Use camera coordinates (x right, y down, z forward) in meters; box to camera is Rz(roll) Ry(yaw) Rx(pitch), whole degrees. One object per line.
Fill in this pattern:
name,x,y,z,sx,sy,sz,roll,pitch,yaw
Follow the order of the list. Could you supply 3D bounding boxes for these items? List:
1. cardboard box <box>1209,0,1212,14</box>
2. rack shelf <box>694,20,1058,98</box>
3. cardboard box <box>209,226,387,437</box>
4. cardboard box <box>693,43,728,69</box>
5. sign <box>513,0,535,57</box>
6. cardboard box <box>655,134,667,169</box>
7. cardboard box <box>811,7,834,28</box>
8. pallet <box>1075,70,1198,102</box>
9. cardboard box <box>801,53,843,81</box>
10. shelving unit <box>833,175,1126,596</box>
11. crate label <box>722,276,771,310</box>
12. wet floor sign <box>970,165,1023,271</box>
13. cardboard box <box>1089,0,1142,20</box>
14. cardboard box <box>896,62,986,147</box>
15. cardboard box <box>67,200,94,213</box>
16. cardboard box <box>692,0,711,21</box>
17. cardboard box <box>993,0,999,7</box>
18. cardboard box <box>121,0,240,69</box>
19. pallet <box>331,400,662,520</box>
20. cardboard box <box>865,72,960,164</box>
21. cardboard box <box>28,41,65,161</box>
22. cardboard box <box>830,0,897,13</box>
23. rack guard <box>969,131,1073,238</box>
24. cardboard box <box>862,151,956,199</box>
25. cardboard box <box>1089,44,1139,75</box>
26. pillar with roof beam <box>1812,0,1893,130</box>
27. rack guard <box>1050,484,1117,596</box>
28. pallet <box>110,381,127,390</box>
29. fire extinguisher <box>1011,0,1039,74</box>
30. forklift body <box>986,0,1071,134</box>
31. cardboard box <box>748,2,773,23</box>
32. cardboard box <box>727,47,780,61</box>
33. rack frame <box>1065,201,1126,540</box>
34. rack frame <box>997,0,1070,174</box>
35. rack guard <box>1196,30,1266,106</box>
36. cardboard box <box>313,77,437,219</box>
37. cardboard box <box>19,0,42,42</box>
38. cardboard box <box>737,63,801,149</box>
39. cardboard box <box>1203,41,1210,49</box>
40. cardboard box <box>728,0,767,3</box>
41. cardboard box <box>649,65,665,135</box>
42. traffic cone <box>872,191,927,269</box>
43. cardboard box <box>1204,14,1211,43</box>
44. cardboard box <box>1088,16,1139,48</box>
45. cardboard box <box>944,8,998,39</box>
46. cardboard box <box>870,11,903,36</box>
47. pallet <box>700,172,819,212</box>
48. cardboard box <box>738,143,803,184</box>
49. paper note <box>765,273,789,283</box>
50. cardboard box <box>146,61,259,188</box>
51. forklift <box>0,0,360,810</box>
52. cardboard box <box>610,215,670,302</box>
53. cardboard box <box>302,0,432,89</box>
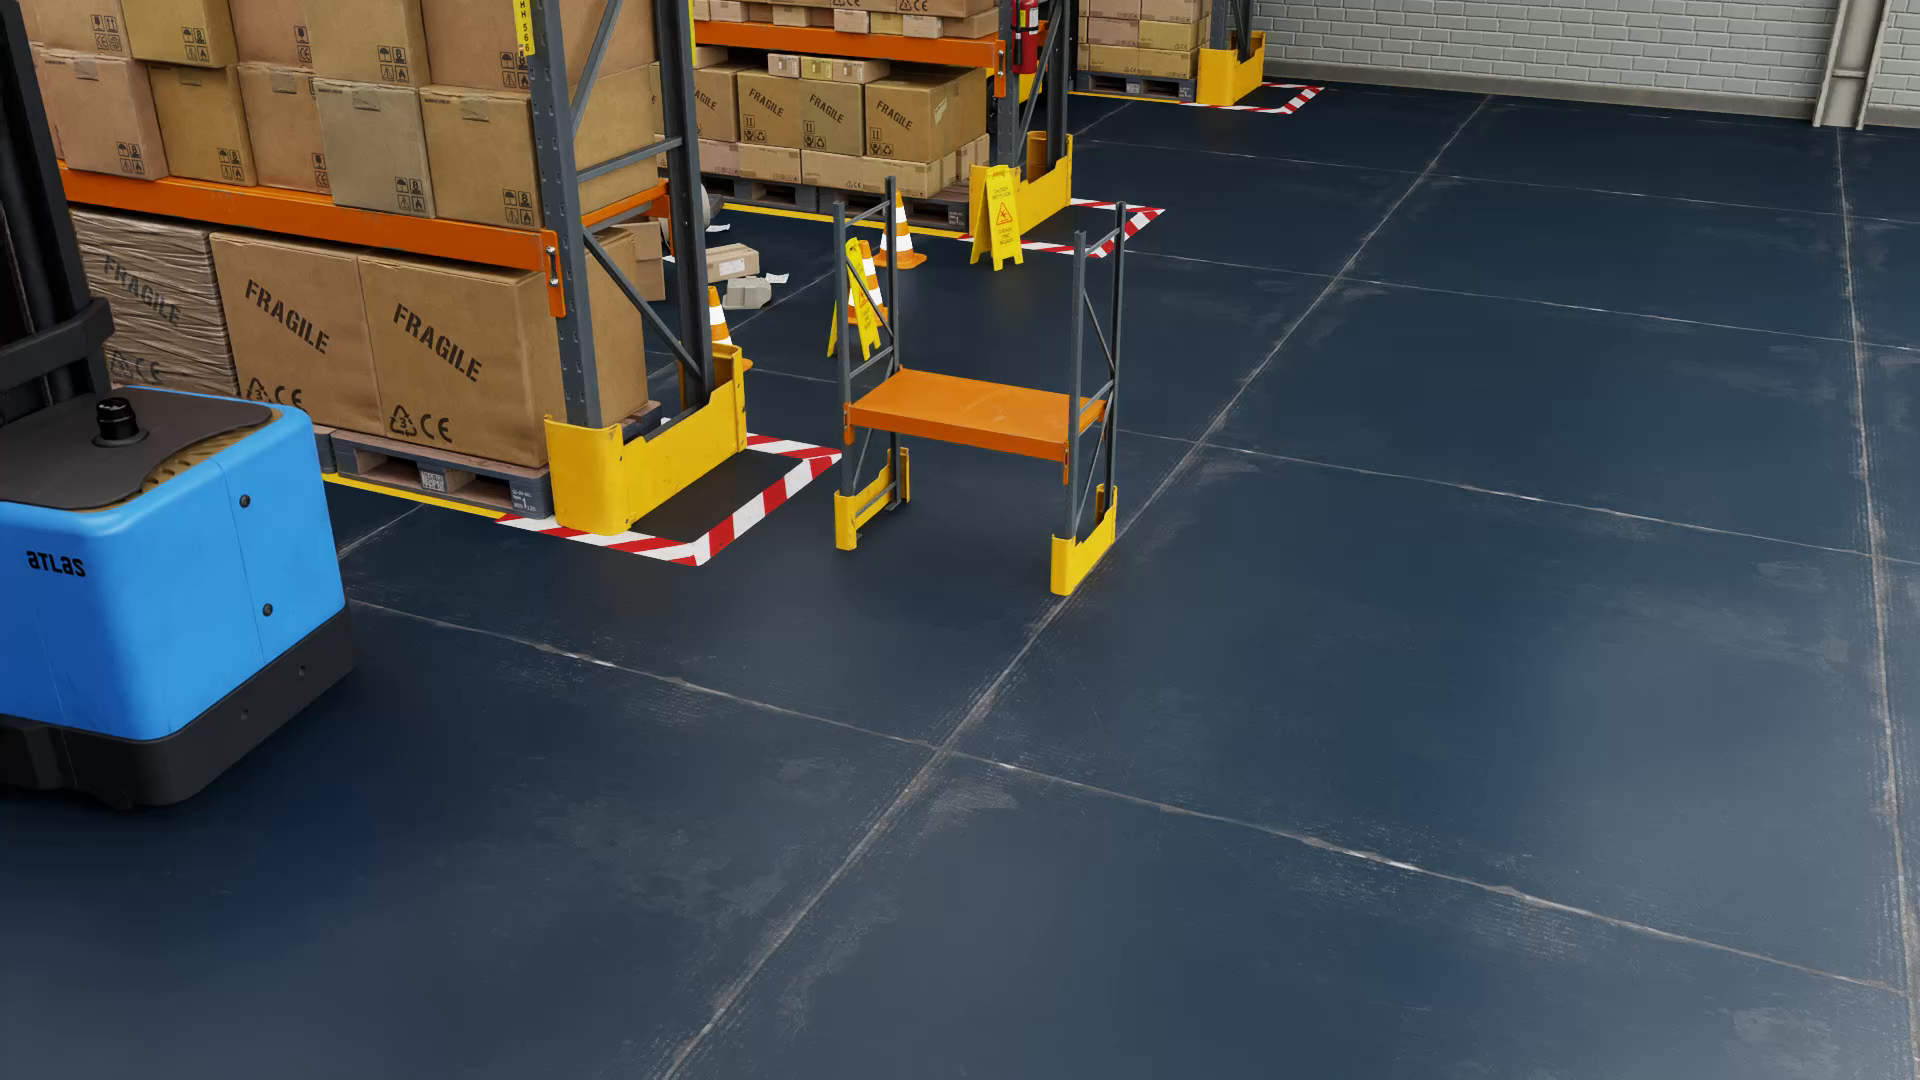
cardboard box,2.202,-5.197,15.916,0.500,0.250,0.500,11,28,21
rack shelf,-1.310,-3.676,12.135,4.000,0.370,1.077,11,28,22
cardboard box,-2.893,-1.117,8.053,0.875,0.875,0.875,11,28,21
cardboard box,-1.902,-3.542,12.103,0.250,0.149,0.380,13,29,25
sign,-1.684,-2.035,6.407,0.005,0.325,0.100,11,28,22
cardboard box,-2.215,-3.010,12.605,0.500,0.250,0.500,13,29,25
cardboard box,-0.842,-3.698,11.650,0.250,0.149,0.380,12,29,23
pallet,1.848,-4.502,16.155,1.213,0.211,1.003,11,28,22
cardboard box,-0.916,-3.345,11.701,0.250,0.149,0.380,12,29,23
shelving unit,0.069,-0.659,6.890,1.083,1.500,0.587,11,28,22
crate label,-1.306,-1.519,10.181,0.298,0.136,0.250,-2,26,-5
wet floor sign,0.240,-2.112,10.809,0.232,0.644,0.267,23,35,39
cardboard box,1.546,-5.083,15.684,0.500,0.250,0.500,12,29,23
cardboard box,-0.131,-3.187,12.116,0.500,0.500,0.500,10,28,20
cardboard box,-4.544,-1.448,8.725,0.875,0.875,0.875,12,29,23
cardboard box,-1.816,-3.828,11.913,0.250,0.149,0.380,12,28,22
cardboard box,0.194,-4.010,11.548,0.500,0.500,0.500,11,28,21
cardboard box,-3.297,-2.525,7.590,0.500,0.550,0.875,11,28,22
pallet,-2.207,-0.488,8.003,1.213,0.211,1.003,11,28,22
cardboard box,-0.327,-2.966,11.667,0.500,0.500,0.500,12,28,22
cardboard box,-4.237,-2.269,8.293,0.550,0.550,0.875,11,28,22
cardboard box,-0.552,-3.893,11.312,0.500,0.500,0.500,11,28,22
rack guard,0.441,-2.526,11.814,0.348,0.500,1.175,11,28,22
cardboard box,-0.359,-2.632,11.838,0.500,0.250,0.500,11,28,22
cardboard box,1.554,-4.638,15.912,0.500,0.250,0.500,11,28,22
pillar with roof beam,5.981,-5.983,9.214,0.400,9.000,9.100,11,28,22
rack guard,0.523,-0.007,6.982,0.087,0.250,0.587,11,28,22
pallet,-4.428,-0.934,8.909,1.213,0.211,1.003,11,28,22
fire extinguisher,0.424,-3.392,10.832,0.183,0.674,0.296,11,28,22
forklift body,0.080,-4.862,14.691,1.214,2.155,2.313,11,28,22
cardboard box,-1.302,-3.790,11.837,0.250,0.149,0.380,11,28,22
cardboard box,-1.553,-3.470,12.692,0.500,0.500,0.500,13,29,24
rack frame,0.540,-0.564,6.698,0.032,1.500,0.500,11,28,22
rack frame,0.510,-3.633,11.234,0.127,3.000,1.000,11,28,22
rack guard,2.584,-4.504,15.832,0.348,0.500,1.175,11,28,22
cardboard box,-2.313,-1.833,7.408,0.550,0.550,0.875,11,28,22
cardboard box,-4.217,-2.772,8.093,0.550,0.550,0.875,11,28,22
cardboard box,-1.260,-3.155,12.051,0.500,0.500,0.500,11,28,21
cardboard box,2.195,-4.753,16.146,0.500,0.250,0.500,11,28,22
cardboard box,-1.459,-4.087,11.704,0.500,0.500,0.500,12,29,22
cardboard box,-2.213,-3.346,12.439,0.500,0.500,0.500,13,29,24
traffic cone,-0.415,-2.055,10.900,0.334,0.463,0.336,11,28,22
cardboard box,2.220,-4.978,16.037,0.500,0.250,0.500,12,29,23
cardboard box,1.537,-4.868,15.814,0.500,0.250,0.500,11,28,21
cardboard box,0.081,-3.503,11.253,0.250,0.149,0.380,12,29,24
cardboard box,-0.420,-3.560,11.370,0.250,0.149,0.380,11,28,21
pallet,-1.390,-2.783,12.663,1.213,0.211,1.003,11,28,22
cardboard box,-1.284,-2.819,12.217,0.500,0.250,0.500,10,28,20
paper note,-1.174,-1.674,10.615,0.142,0.019,0.148,2,26,4
cardboard box,-3.270,-2.066,7.881,0.500,0.550,0.875,11,28,22
forklift,-3.802,-0.804,5.565,3.031,2.935,1.130,8,27,16
cardboard box,-2.137,-1.816,10.370,0.637,0.503,0.797,-7,27,-14
cardboard box,-2.307,-2.323,7.180,0.550,0.550,0.875,11,28,22
